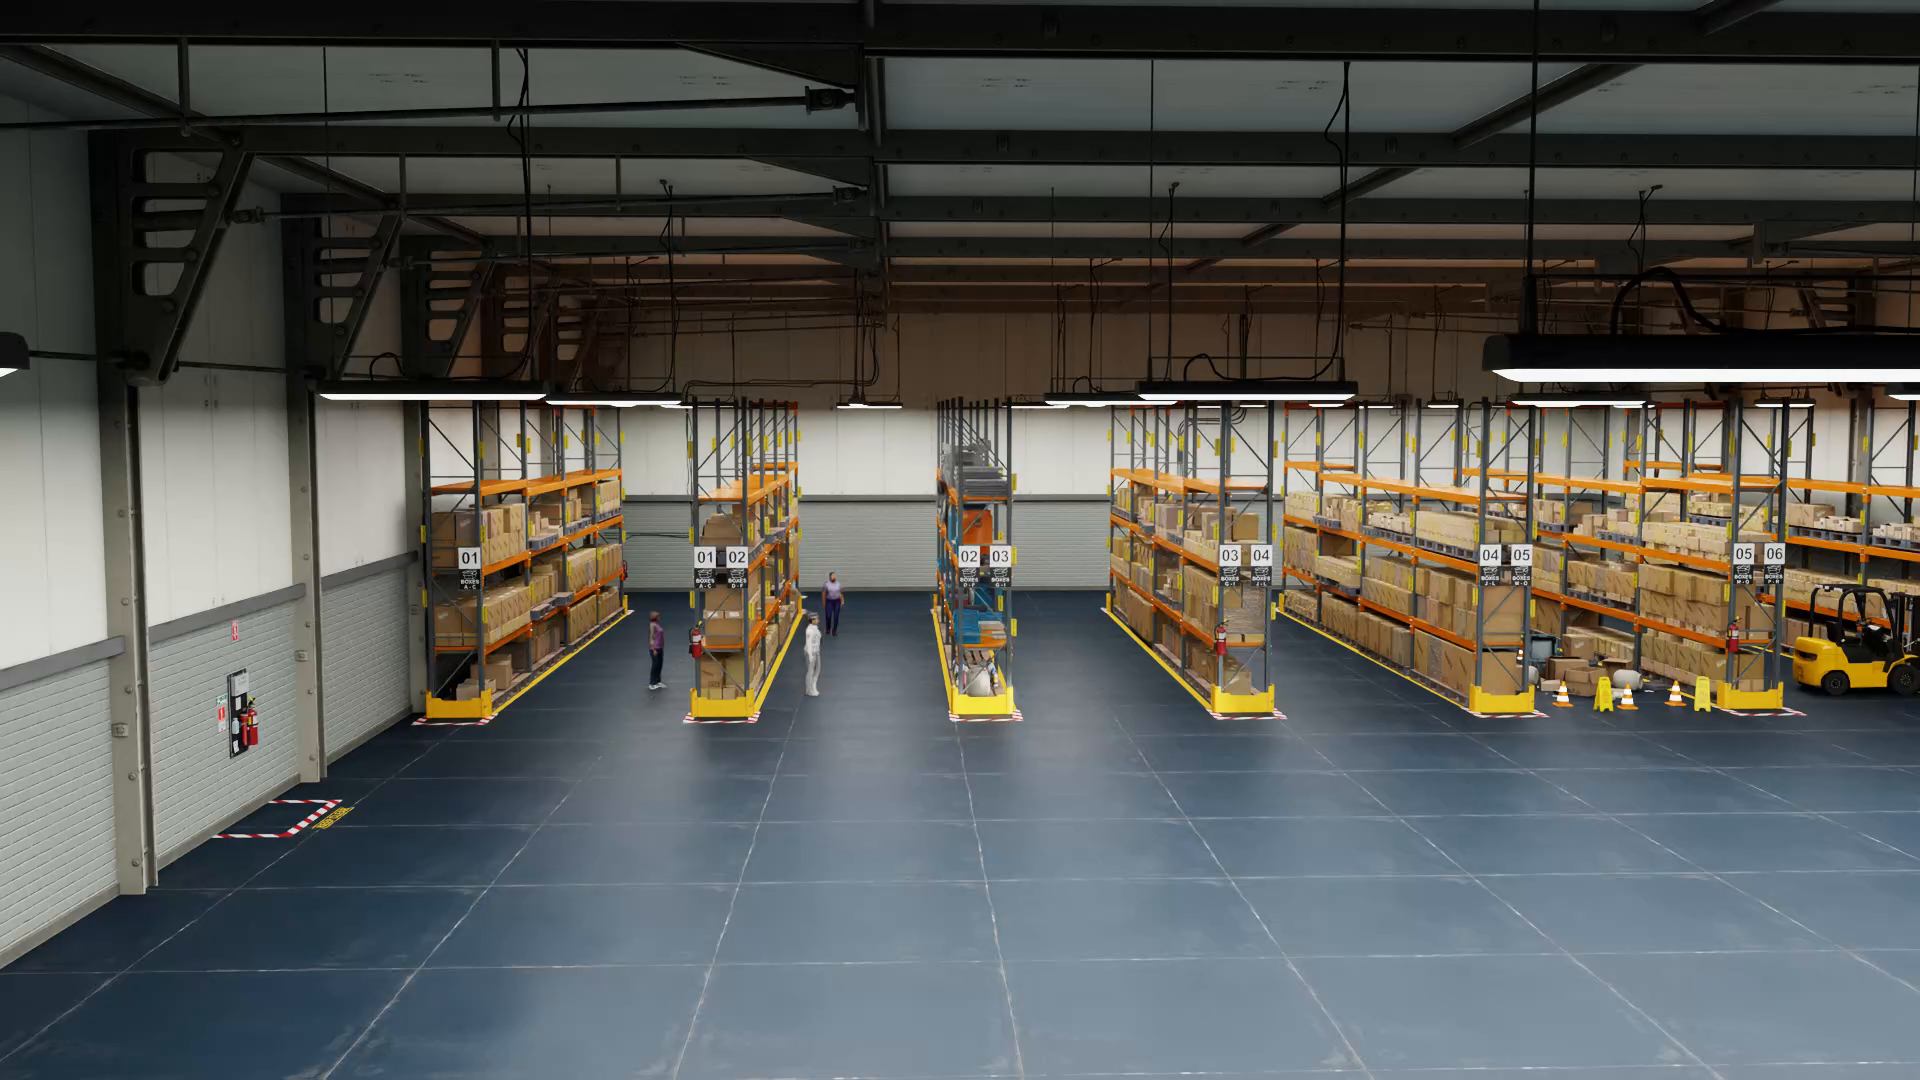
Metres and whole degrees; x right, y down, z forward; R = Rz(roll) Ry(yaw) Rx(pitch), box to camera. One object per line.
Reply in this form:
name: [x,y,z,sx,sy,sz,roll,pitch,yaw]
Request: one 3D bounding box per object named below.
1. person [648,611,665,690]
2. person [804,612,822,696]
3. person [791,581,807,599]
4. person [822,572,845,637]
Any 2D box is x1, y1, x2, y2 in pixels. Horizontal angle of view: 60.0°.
person: [-6.291,2.294,34.511,0.347,1.650,0.500,2,5,20]
person: [-2.984,2.328,33.619,0.337,1.756,0.568,1,5,12]
person: [-5.171,1.017,50.226,1.052,1.604,0.574,1,4,8]
person: [-3.216,1.639,42.275,0.568,1.647,0.451,-1,4,-11]
